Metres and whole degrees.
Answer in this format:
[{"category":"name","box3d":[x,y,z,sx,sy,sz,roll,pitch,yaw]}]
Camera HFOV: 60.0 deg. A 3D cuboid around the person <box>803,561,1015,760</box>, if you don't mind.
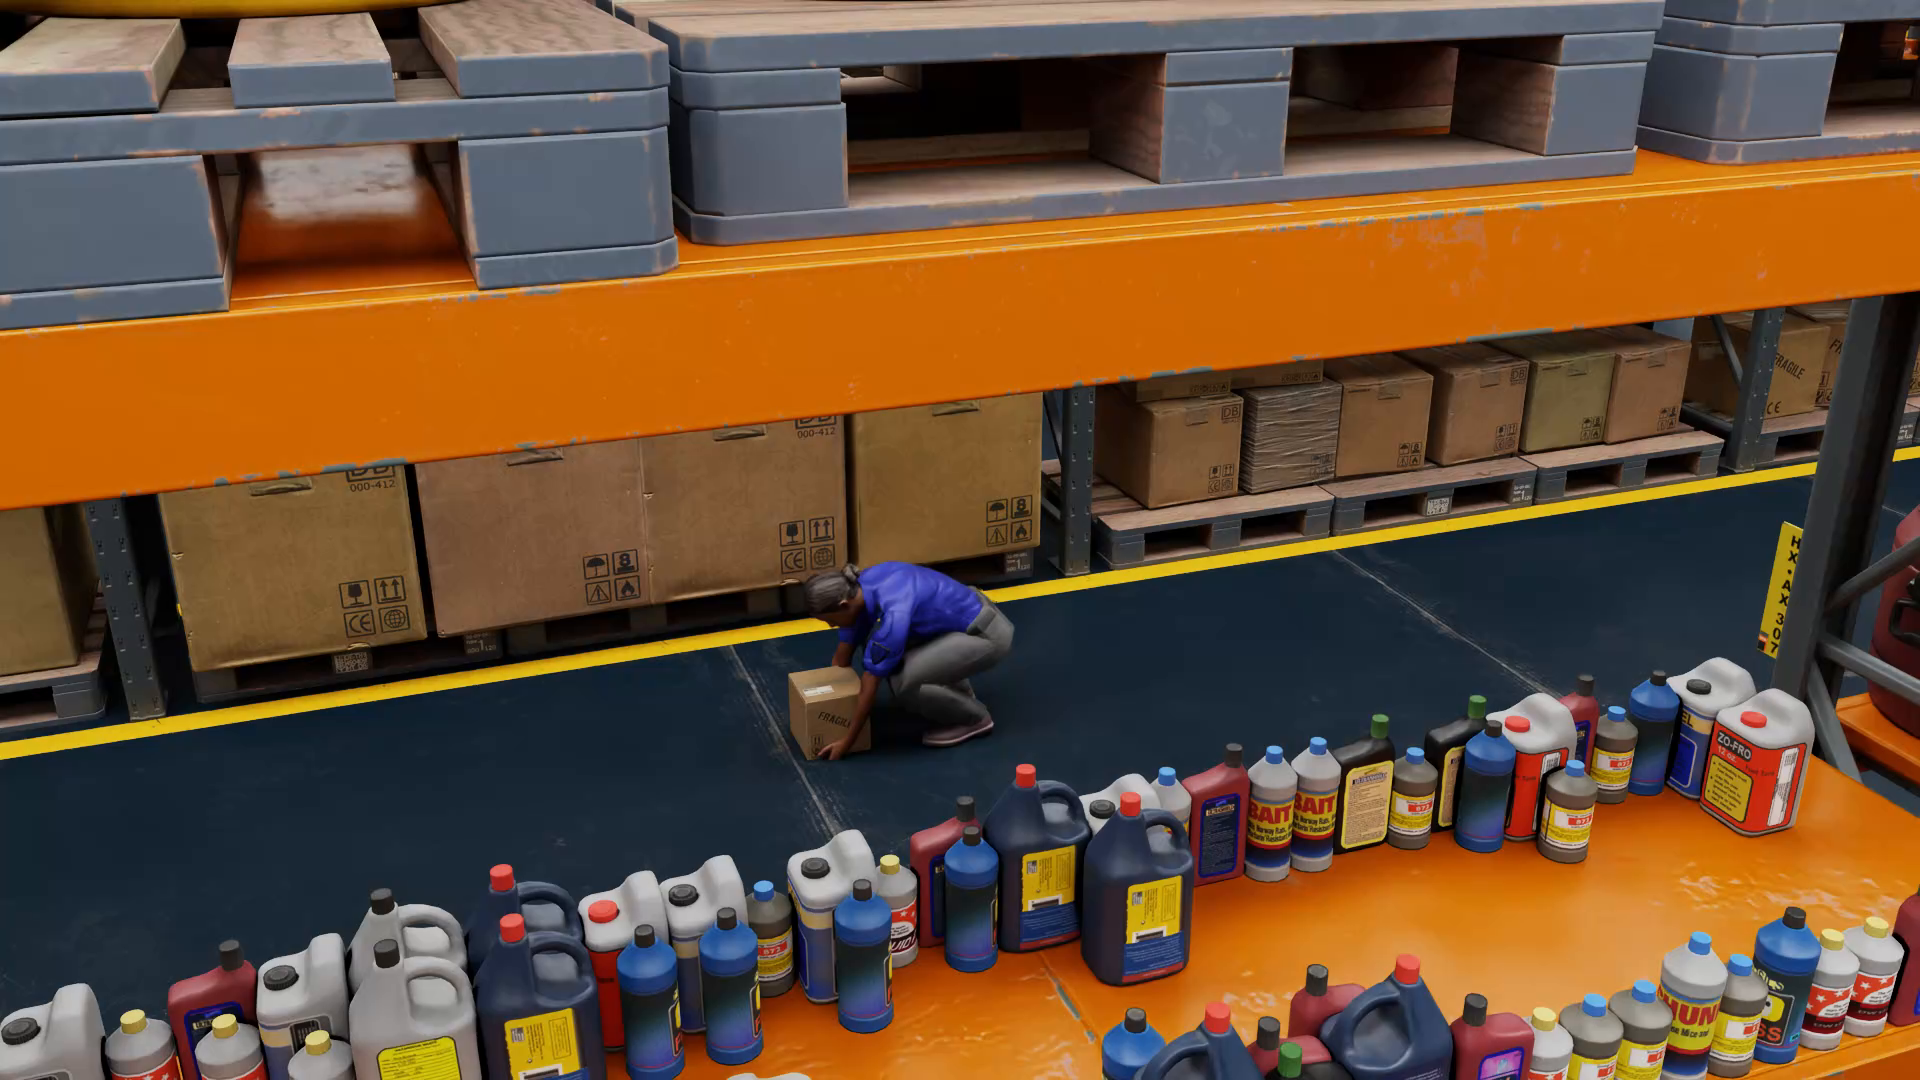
[{"category":"person","box3d":[-0.195,0.425,6.355,0.823,0.814,0.472,-7,24,-17]}]
